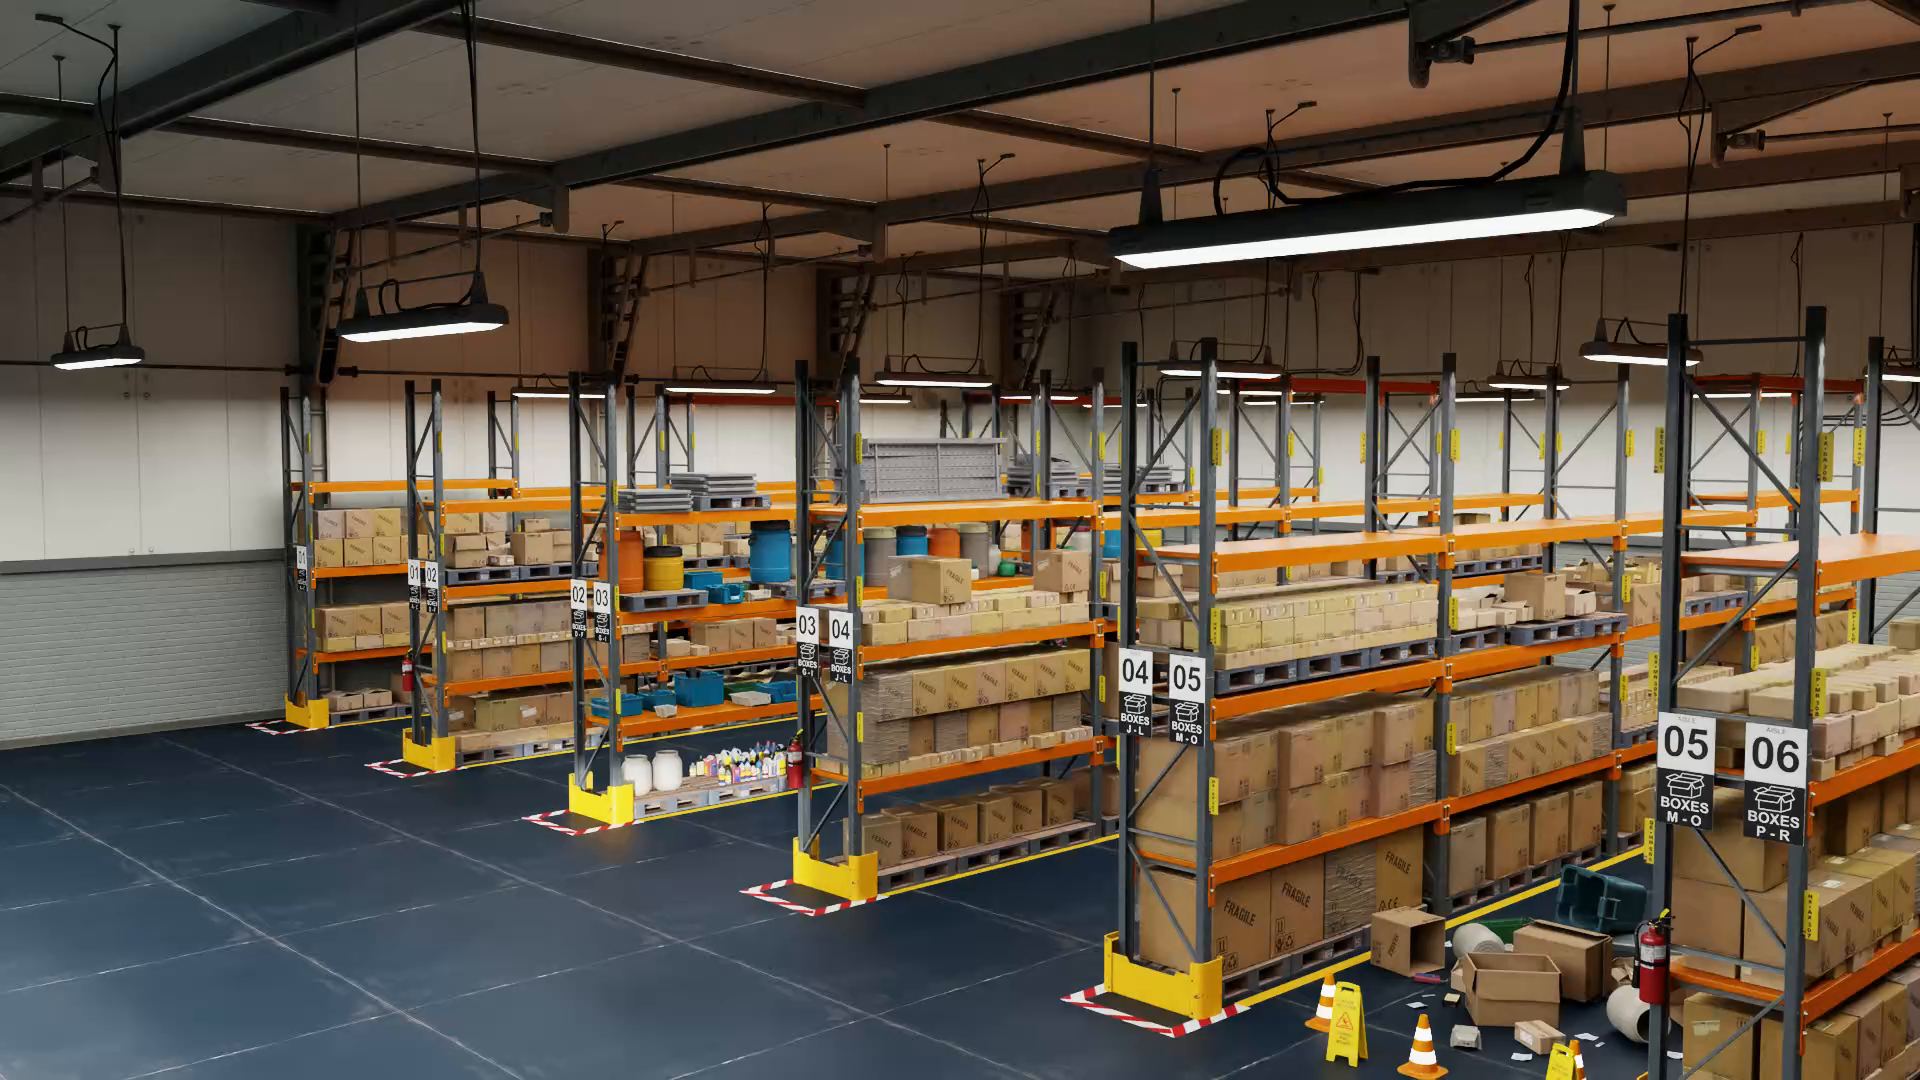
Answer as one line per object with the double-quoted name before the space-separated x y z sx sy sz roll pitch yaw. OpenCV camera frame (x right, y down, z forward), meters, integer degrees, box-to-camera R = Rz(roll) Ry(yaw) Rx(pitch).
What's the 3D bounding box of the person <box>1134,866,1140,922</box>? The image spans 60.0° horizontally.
"person" 2.073 3.207 17.651 0.559 1.714 0.759 3 5 43
